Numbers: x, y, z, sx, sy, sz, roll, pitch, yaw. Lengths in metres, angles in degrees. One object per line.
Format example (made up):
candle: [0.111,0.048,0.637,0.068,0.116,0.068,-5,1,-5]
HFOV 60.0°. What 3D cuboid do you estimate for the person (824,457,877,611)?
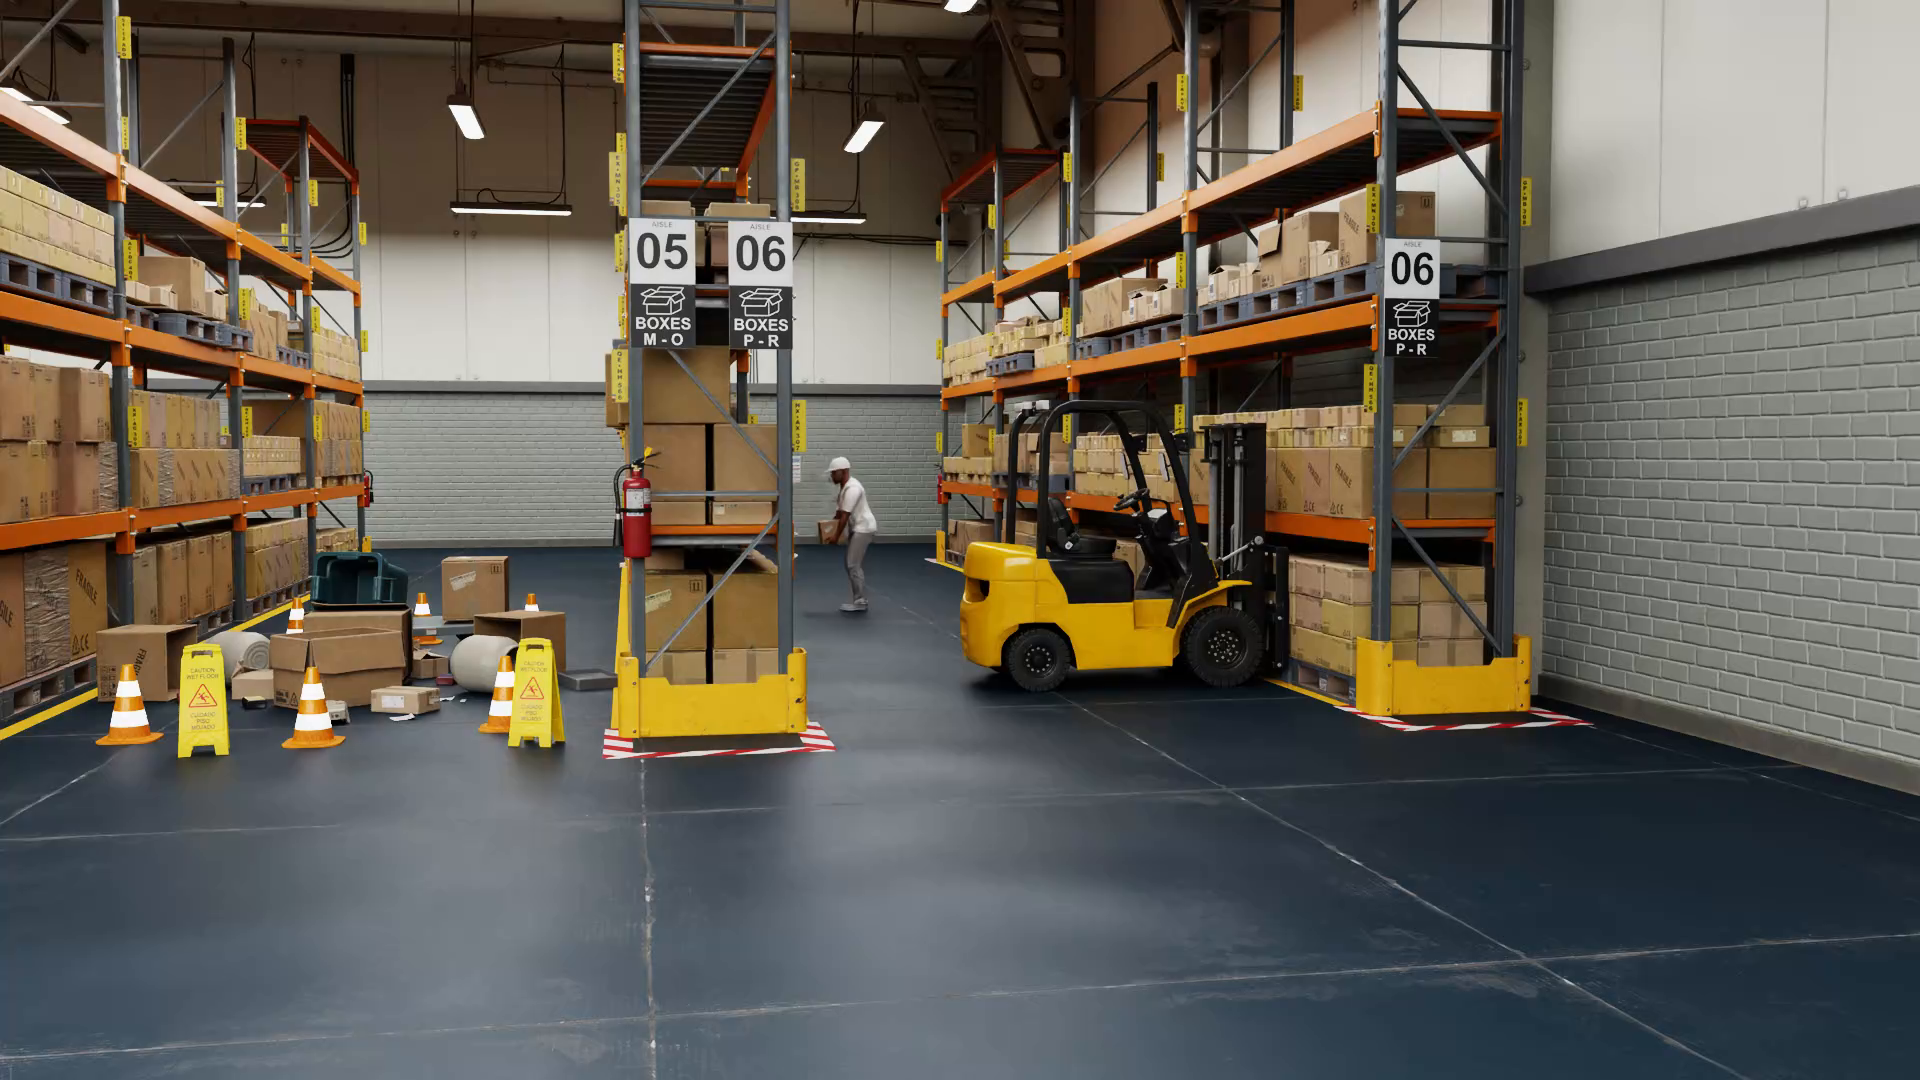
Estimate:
person: [-1.237,-0.067,18.601,0.610,1.718,0.477,-1,3,-12]
